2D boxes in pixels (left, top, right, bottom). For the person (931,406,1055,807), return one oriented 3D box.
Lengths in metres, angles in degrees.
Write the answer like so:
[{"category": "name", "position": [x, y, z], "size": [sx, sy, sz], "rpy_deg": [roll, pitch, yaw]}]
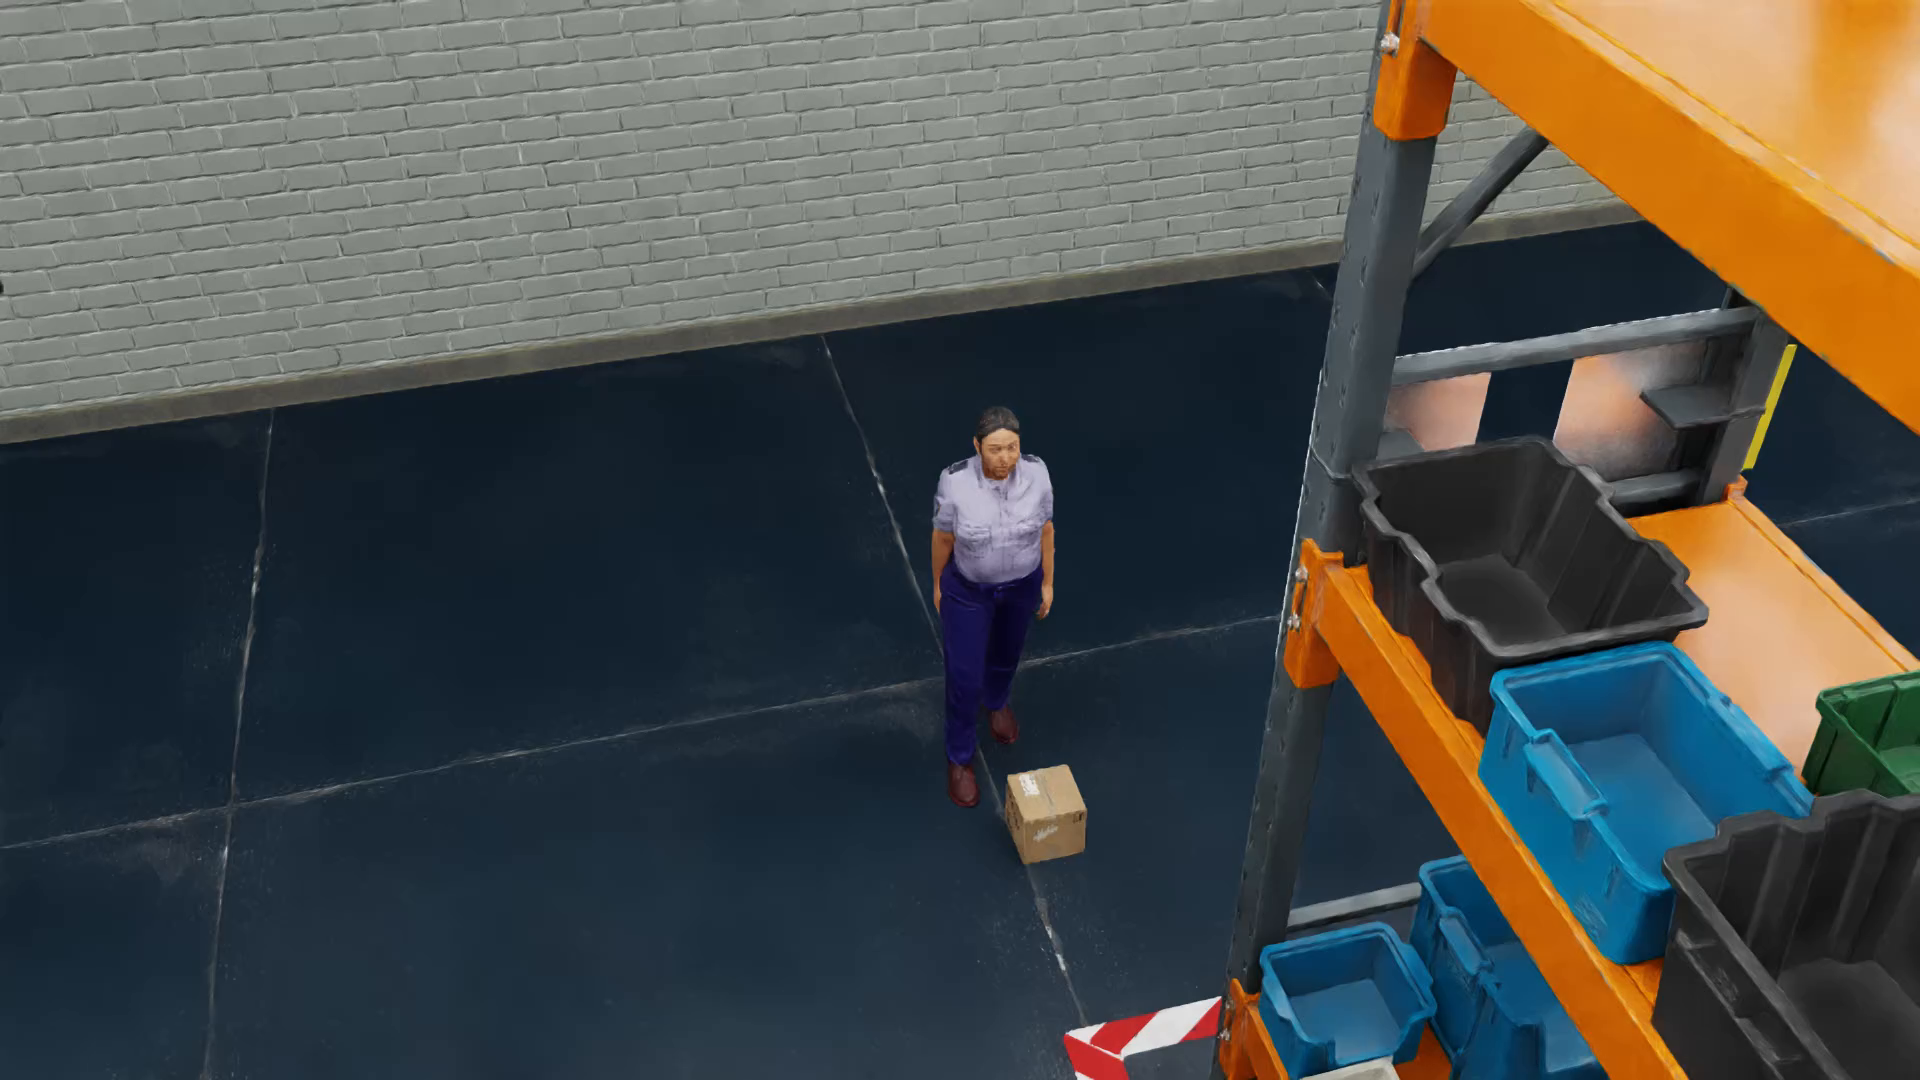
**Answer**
[{"category": "person", "position": [0.140, 0.231, 6.437], "size": [0.509, 1.627, 0.591], "rpy_deg": [-11, 40, -13]}]
